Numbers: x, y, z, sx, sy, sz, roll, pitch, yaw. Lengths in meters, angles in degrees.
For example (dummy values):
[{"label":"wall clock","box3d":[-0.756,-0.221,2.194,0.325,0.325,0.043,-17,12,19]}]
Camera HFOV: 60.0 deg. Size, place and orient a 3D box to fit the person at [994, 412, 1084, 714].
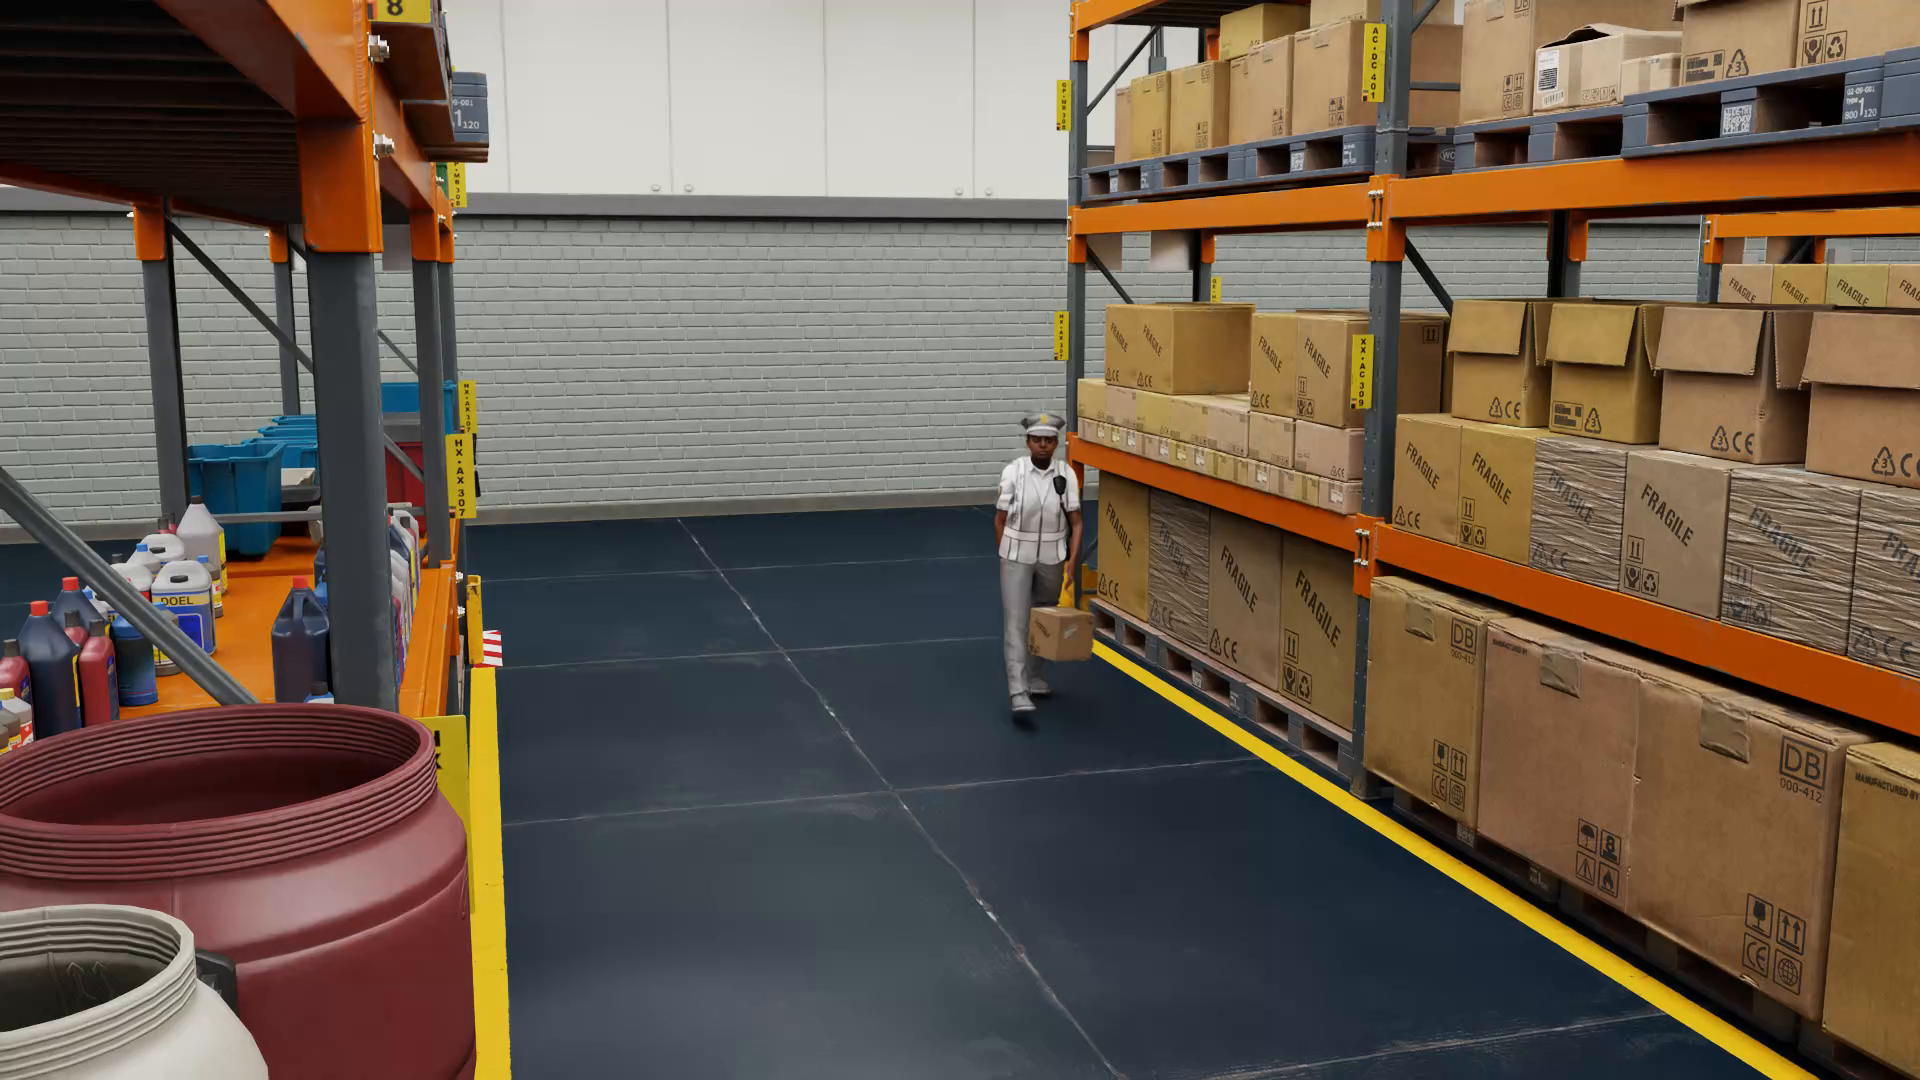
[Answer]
[{"label":"person","box3d":[0.440,0.112,9.135,0.472,1.638,0.944,-2,9,-10]}]
